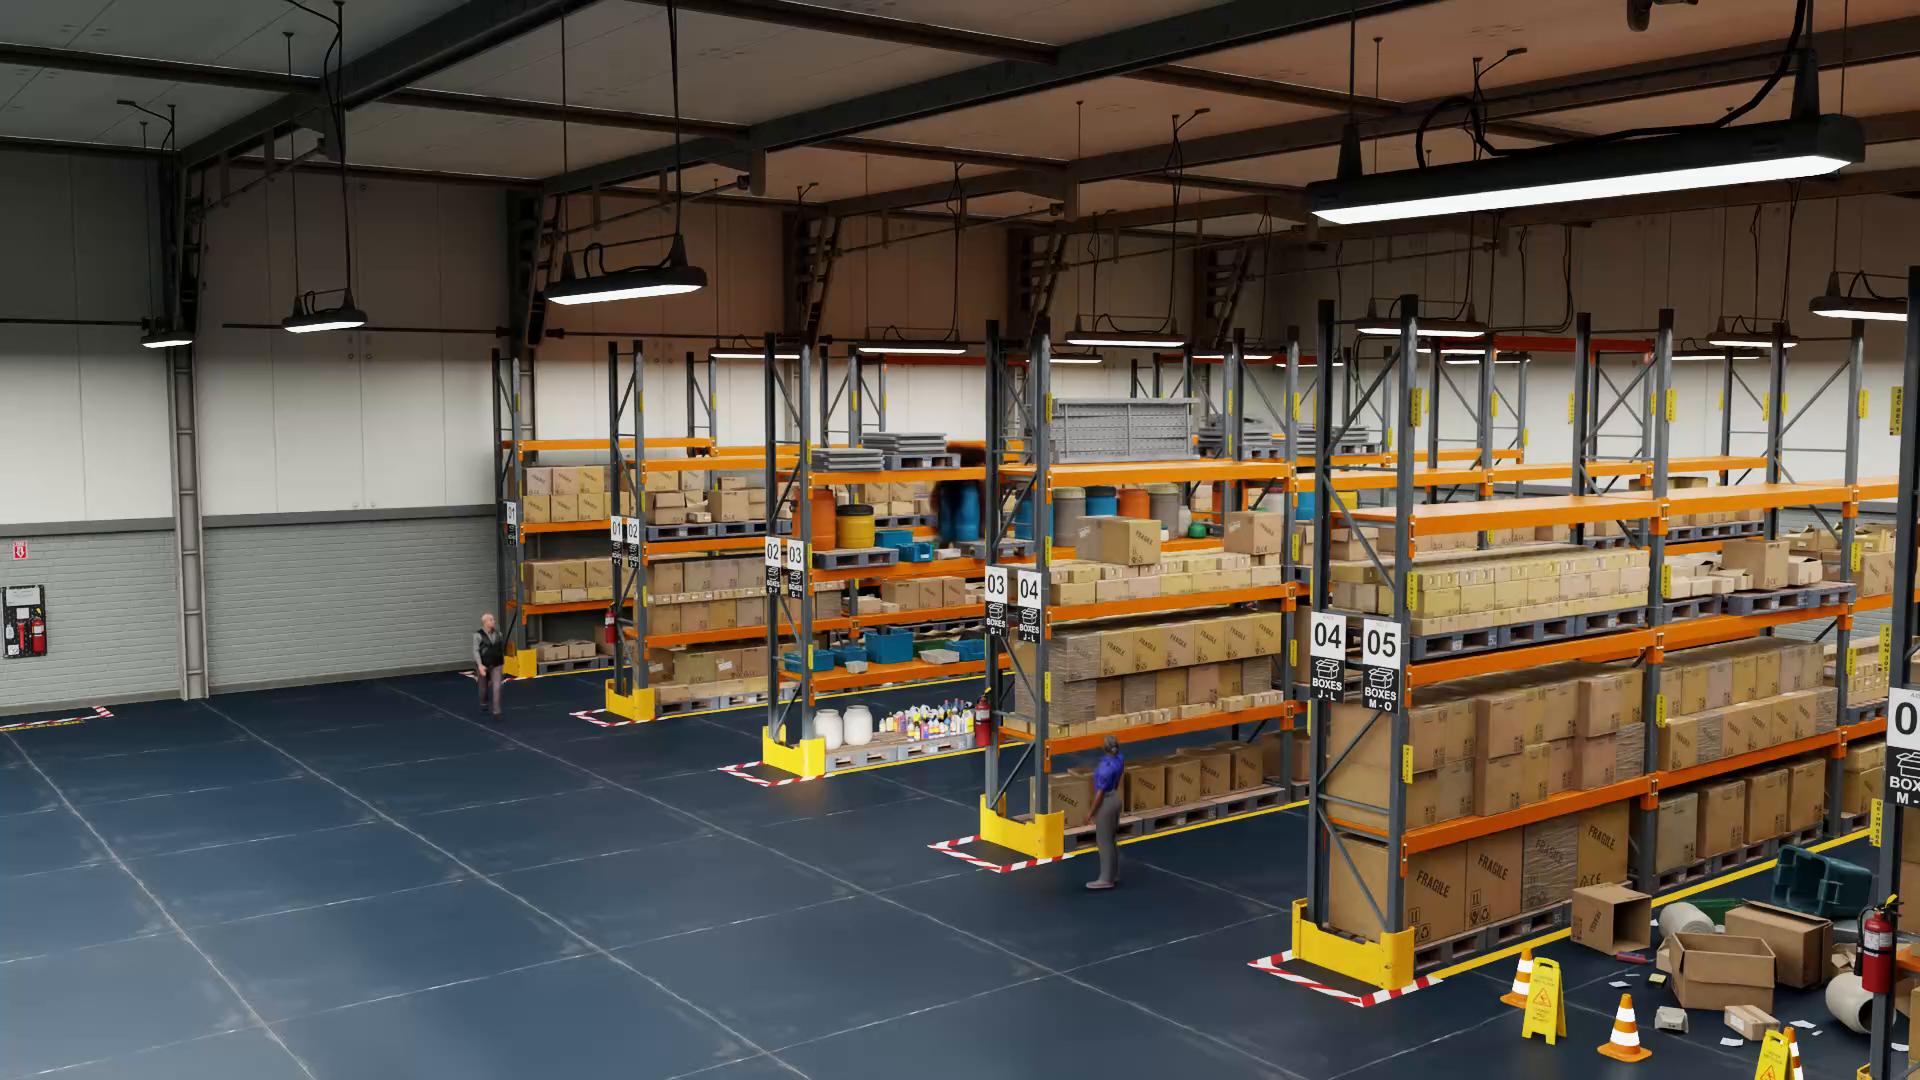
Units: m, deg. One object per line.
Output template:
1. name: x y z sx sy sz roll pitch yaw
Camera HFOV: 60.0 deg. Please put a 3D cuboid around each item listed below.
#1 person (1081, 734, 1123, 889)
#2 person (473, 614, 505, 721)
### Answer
1. person: 1.505 2.825 17.436 0.401 1.667 0.587 1 5 16
2. person: -7.498 2.009 26.463 0.486 1.678 0.956 -2 5 -19
